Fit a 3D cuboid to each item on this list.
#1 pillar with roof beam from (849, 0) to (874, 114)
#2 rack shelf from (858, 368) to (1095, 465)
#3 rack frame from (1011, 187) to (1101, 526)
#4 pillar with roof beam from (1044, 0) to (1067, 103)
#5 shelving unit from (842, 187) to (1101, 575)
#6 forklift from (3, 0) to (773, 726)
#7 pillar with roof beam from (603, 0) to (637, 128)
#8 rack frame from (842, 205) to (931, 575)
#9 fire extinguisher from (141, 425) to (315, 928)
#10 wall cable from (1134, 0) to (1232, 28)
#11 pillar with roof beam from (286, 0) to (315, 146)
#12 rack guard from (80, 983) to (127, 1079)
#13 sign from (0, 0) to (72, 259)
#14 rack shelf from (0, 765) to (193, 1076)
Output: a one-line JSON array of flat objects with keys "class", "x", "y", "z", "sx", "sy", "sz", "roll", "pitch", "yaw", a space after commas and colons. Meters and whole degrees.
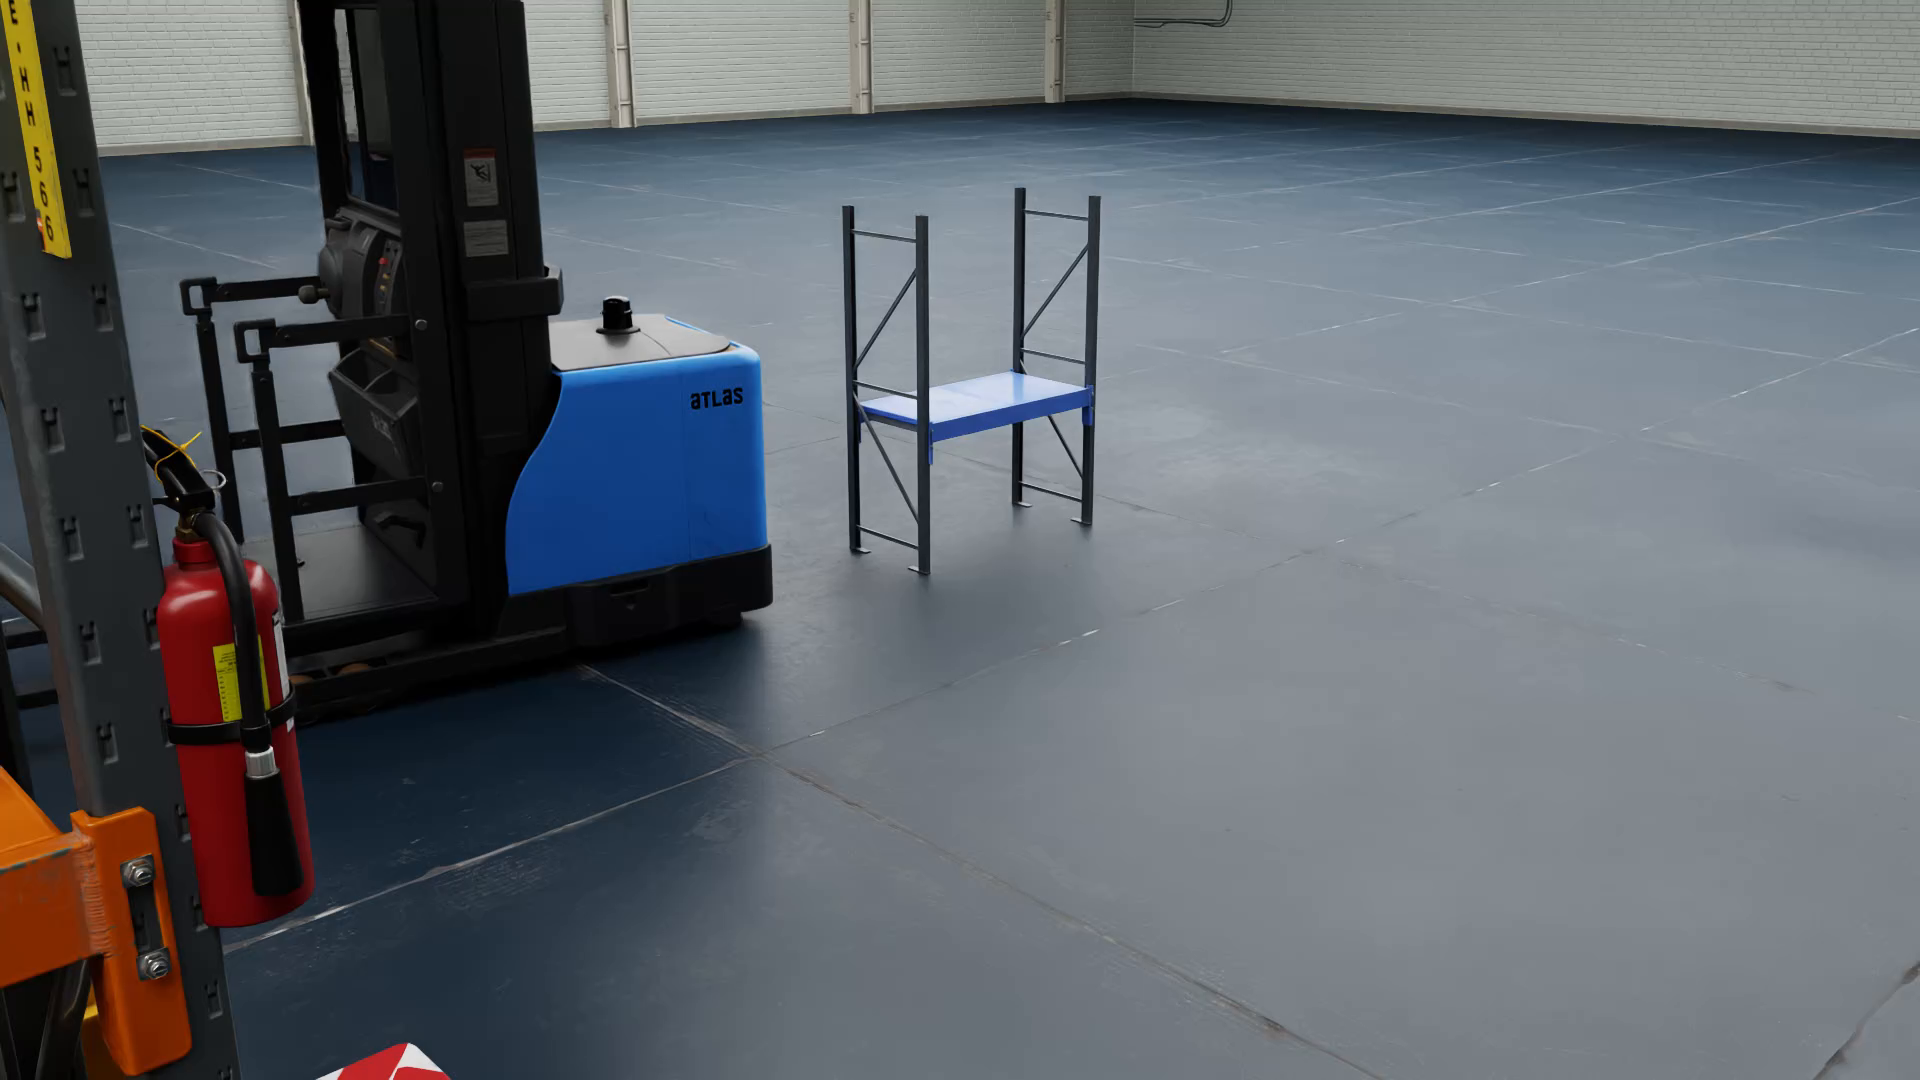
[{"class": "pillar with roof beam", "x": 0.859, "y": -12.521, "z": 31.514, "sx": 0.400, "sy": 9.000, "sz": 9.100, "roll": -16, "pitch": 24, "yaw": -41}, {"class": "rack shelf", "x": 0.062, "y": -0.560, "z": 7.365, "sx": 1.000, "sy": 0.185, "sz": 0.538, "roll": -16, "pitch": 24, "yaw": -41}, {"class": "rack frame", "x": 0.431, "y": -0.839, "z": 7.641, "sx": 0.032, "sy": 1.500, "sz": 0.500, "roll": -16, "pitch": 24, "yaw": -41}, {"class": "pillar with roof beam", "x": 5.219, "y": -13.793, "z": 35.435, "sx": 0.400, "sy": 9.000, "sz": 9.100, "roll": -16, "pitch": 24, "yaw": -41}, {"class": "shelving unit", "x": 0.062, "y": -0.732, "z": 7.309, "sx": 1.048, "sy": 1.500, "sz": 0.538, "roll": -16, "pitch": 24, "yaw": -41}, {"class": "forklift", "x": -2.247, "y": -0.958, "z": 5.687, "sx": 3.031, "sy": 2.935, "sz": 1.130, "roll": -11, "pitch": 21, "yaw": -31}, {"class": "pillar with roof beam", "x": -3.501, "y": -11.250, "z": 27.593, "sx": 0.400, "sy": 9.000, "sz": 9.100, "roll": -16, "pitch": 24, "yaw": -41}, {"class": "rack frame", "x": -0.307, "y": -0.624, "z": 6.977, "sx": 0.032, "sy": 1.500, "sz": 0.500, "roll": -16, "pitch": 24, "yaw": -41}, {"class": "fire extinguisher", "x": -0.982, "y": 0.177, "z": 2.202, "sx": 0.183, "sy": 0.674, "sz": 0.296, "roll": -16, "pitch": 24, "yaw": -41}, {"class": "wall cable", "x": 5.310, "y": -13.608, "z": 39.901, "sx": 0.112, "sy": 2.526, "sz": 3.097, "roll": -16, "pitch": 24, "yaw": -41}, {"class": "pillar with roof beam", "x": -7.860, "y": -9.979, "z": 23.671, "sx": 0.400, "sy": 9.000, "sz": 9.100, "roll": -16, "pitch": 24, "yaw": -41}, {"class": "rack guard", "x": -1.370, "y": 1.245, "z": 2.835, "sx": 0.348, "sy": 0.500, "sz": 1.175, "roll": -16, "pitch": 24, "yaw": -41}, {"class": "sign", "x": -1.025, "y": -0.478, "z": 1.835, "sx": 0.005, "sy": 0.325, "sz": 0.100, "roll": -16, "pitch": 24, "yaw": -41}, {"class": "rack shelf", "x": -2.840, "y": 0.827, "z": 1.238, "sx": 4.000, "sy": 0.370, "sz": 1.077, "roll": -16, "pitch": 24, "yaw": -41}]
